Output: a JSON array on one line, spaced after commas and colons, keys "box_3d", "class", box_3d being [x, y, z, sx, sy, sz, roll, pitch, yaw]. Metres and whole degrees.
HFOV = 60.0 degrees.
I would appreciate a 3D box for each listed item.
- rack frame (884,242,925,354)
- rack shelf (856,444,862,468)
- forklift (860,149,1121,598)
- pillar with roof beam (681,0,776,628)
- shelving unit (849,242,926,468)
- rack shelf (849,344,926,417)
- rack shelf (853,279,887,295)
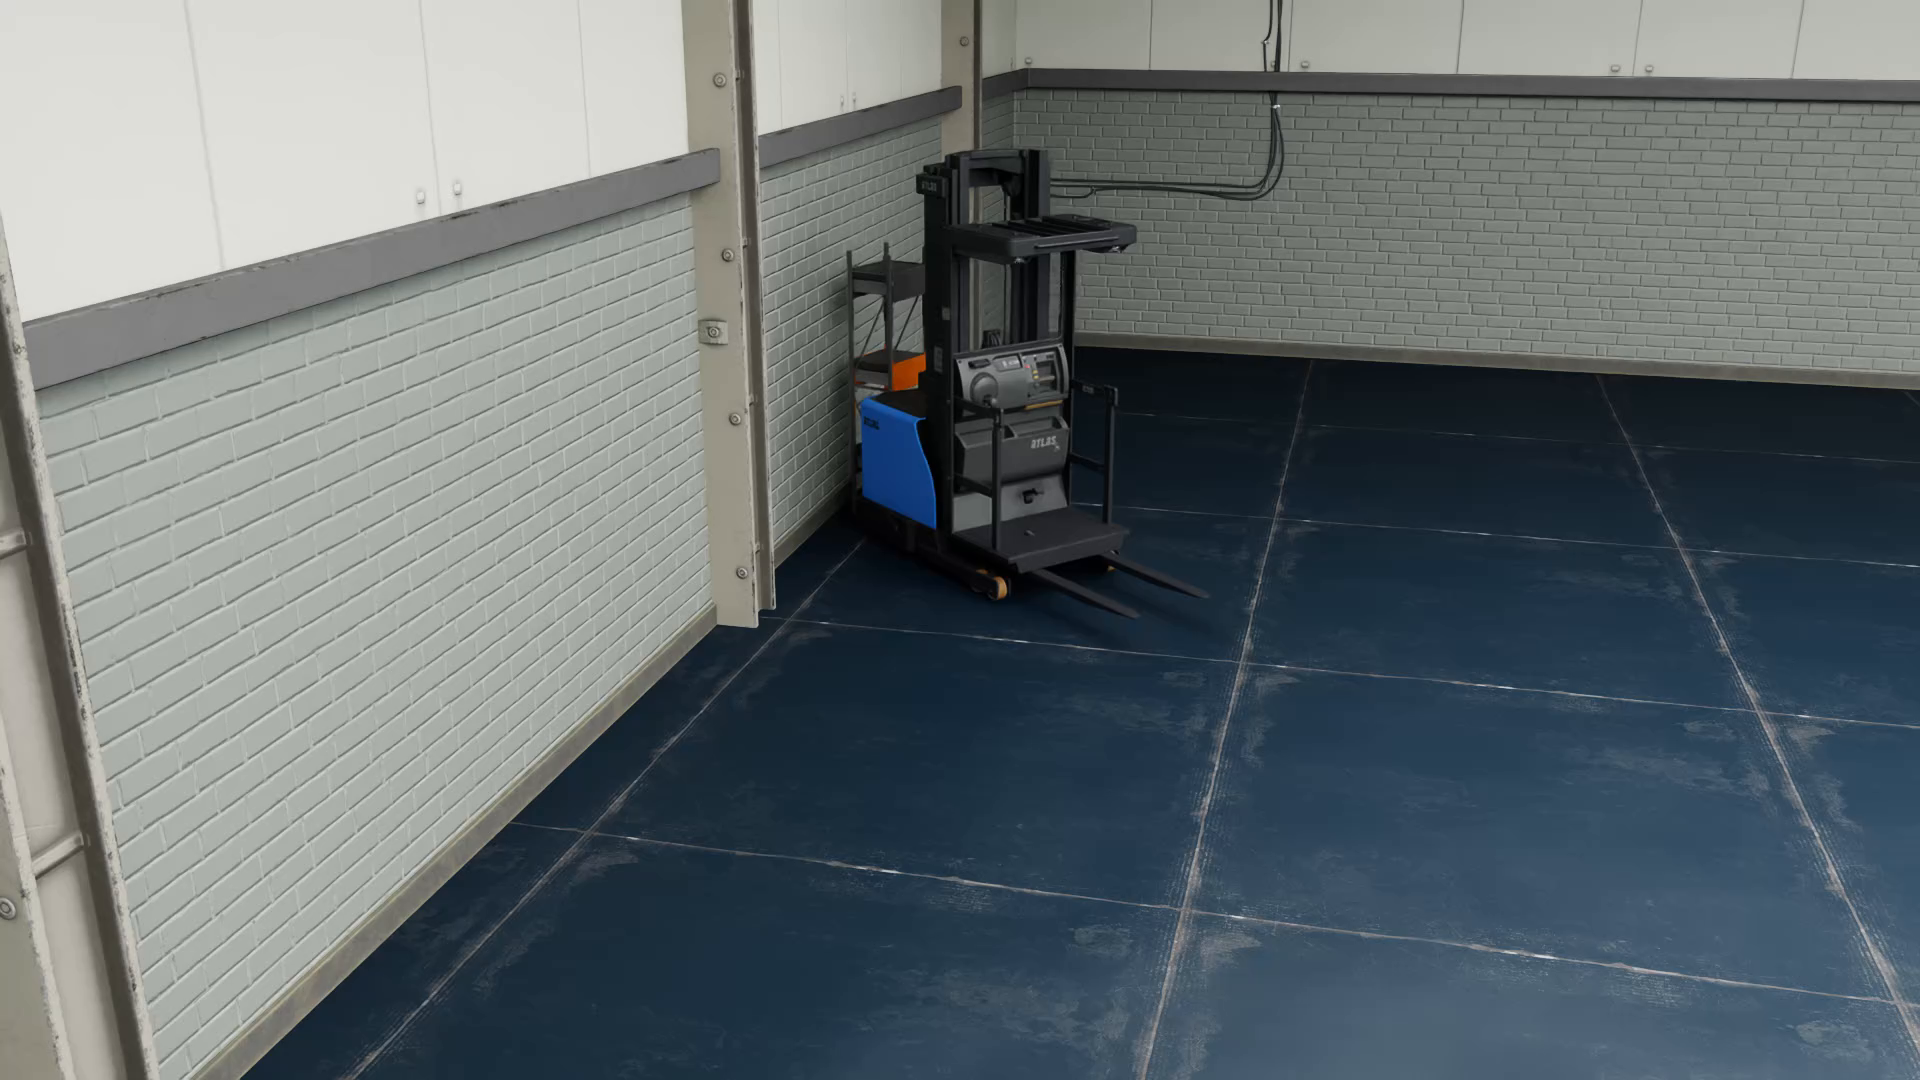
[{"box_3d": [-0.424, -1.303, 13.254, 0.400, 2.100, 0.015, 12, 22, 31], "class": "rack frame"}, {"box_3d": [-0.555, -0.691, 13.246, 0.368, 0.174, 0.457, 12, 22, 31], "class": "rack shelf"}, {"box_3d": [0.497, -1.146, 11.507, 1.130, 2.935, 3.031, -13, 23, -33], "class": "forklift"}, {"box_3d": [2.724, -3.411, 8.752, 9.100, 9.000, 0.400, 5, 19, 13], "class": "pillar with roof beam"}, {"box_3d": [-0.552, -1.238, 13.064, 0.431, 2.100, 0.492, 12, 22, 31], "class": "shelving unit"}, {"box_3d": [-0.555, -1.224, 13.064, 0.431, 0.518, 0.480, 12, 22, 31], "class": "rack shelf"}, {"box_3d": [-0.555, -1.981, 12.805, 0.332, 0.100, 0.442, 12, 22, 31], "class": "rack shelf"}]
